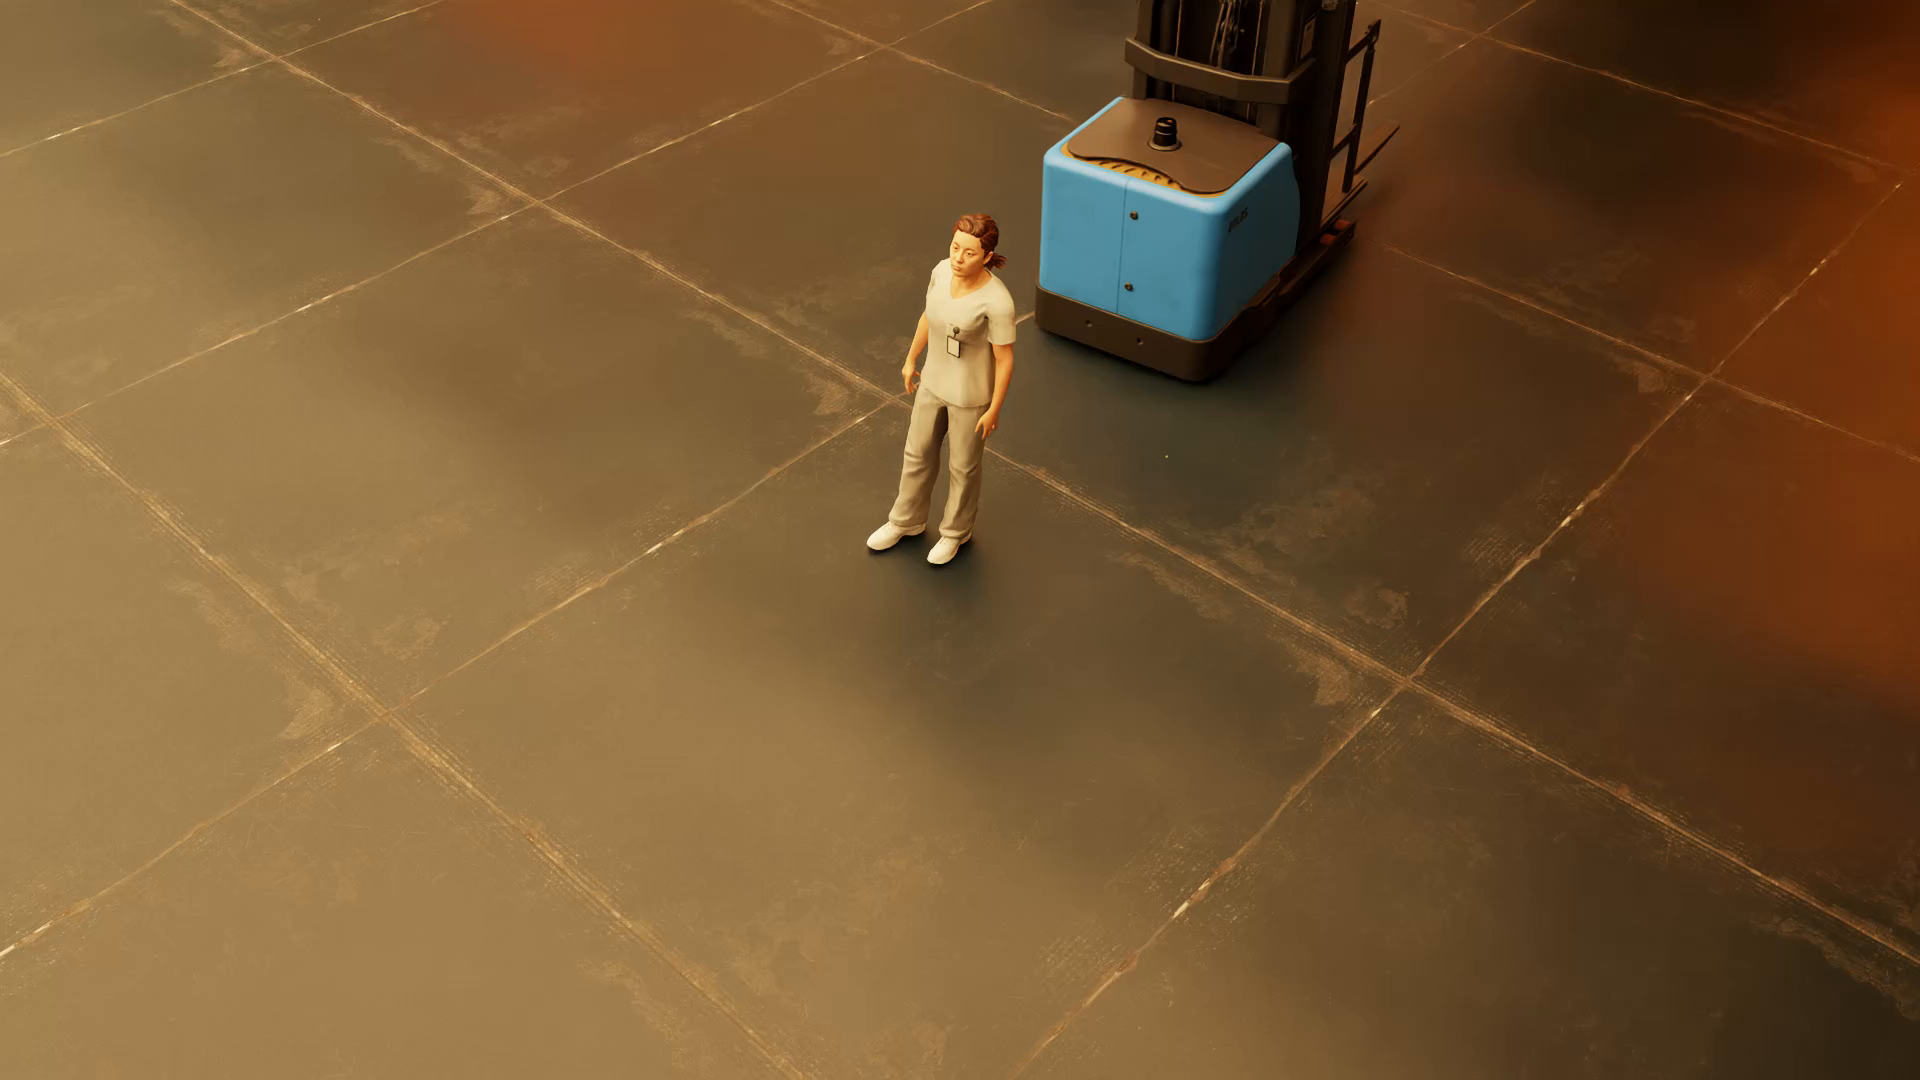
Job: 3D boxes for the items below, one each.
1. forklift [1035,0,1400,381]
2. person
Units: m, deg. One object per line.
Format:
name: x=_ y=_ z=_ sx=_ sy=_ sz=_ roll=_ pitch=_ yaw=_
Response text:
forklift: x=1.635 y=-2.853 z=8.753 sx=1.130 sy=2.935 sz=3.031 roll=23 pitch=46 yaw=25
person: x=-0.059 y=-0.591 z=7.113 sx=0.550 sy=1.620 sz=0.549 roll=31 pitch=49 yaw=31
